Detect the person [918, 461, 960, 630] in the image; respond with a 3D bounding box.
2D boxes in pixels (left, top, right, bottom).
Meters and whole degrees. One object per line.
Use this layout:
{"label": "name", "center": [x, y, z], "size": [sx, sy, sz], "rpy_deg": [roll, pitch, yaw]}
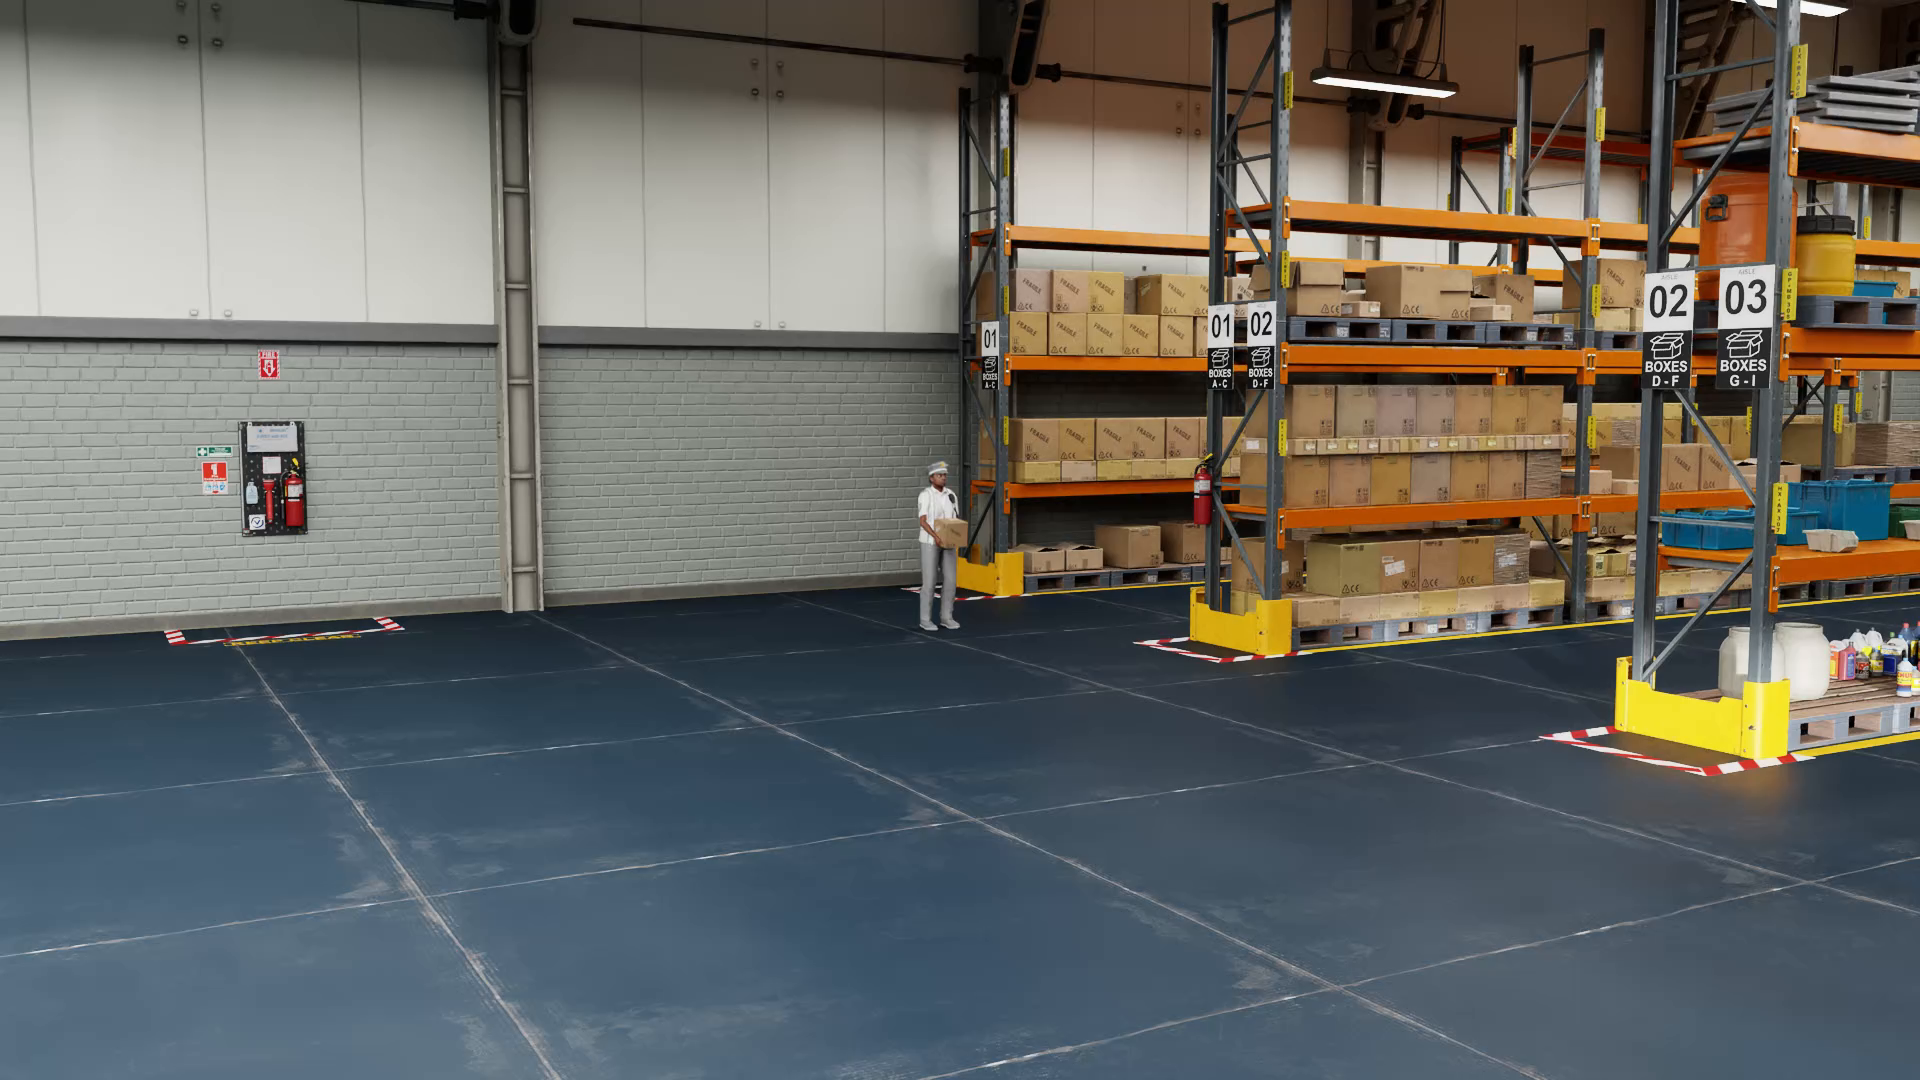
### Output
{"label": "person", "center": [-0.176, 0.055, 16.710], "size": [0.460, 1.692, 0.515], "rpy_deg": [-3, 6, -29]}
